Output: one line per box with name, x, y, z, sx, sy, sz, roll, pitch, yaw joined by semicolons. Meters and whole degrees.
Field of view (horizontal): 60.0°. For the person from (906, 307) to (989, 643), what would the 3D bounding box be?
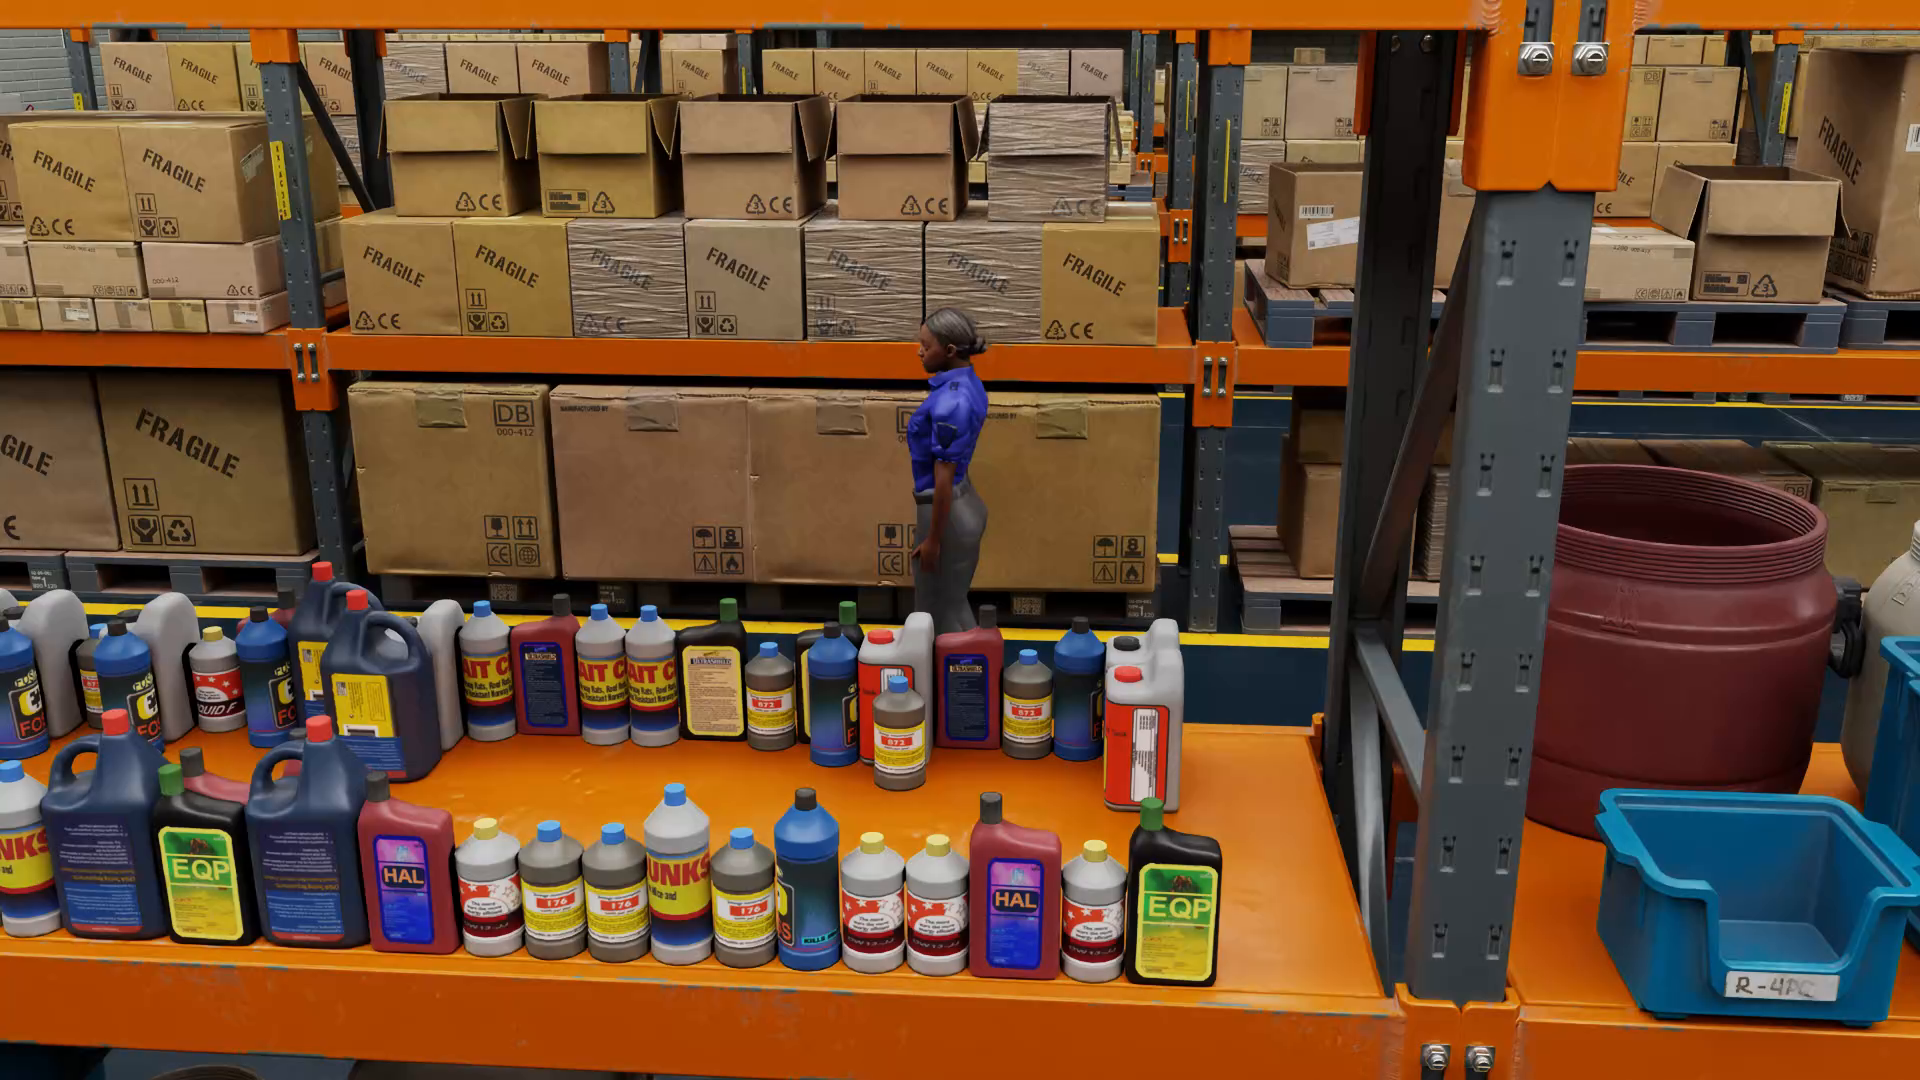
person;-0.048;-0.051;6.229;0.299;1.656;0.427;2;18;8
